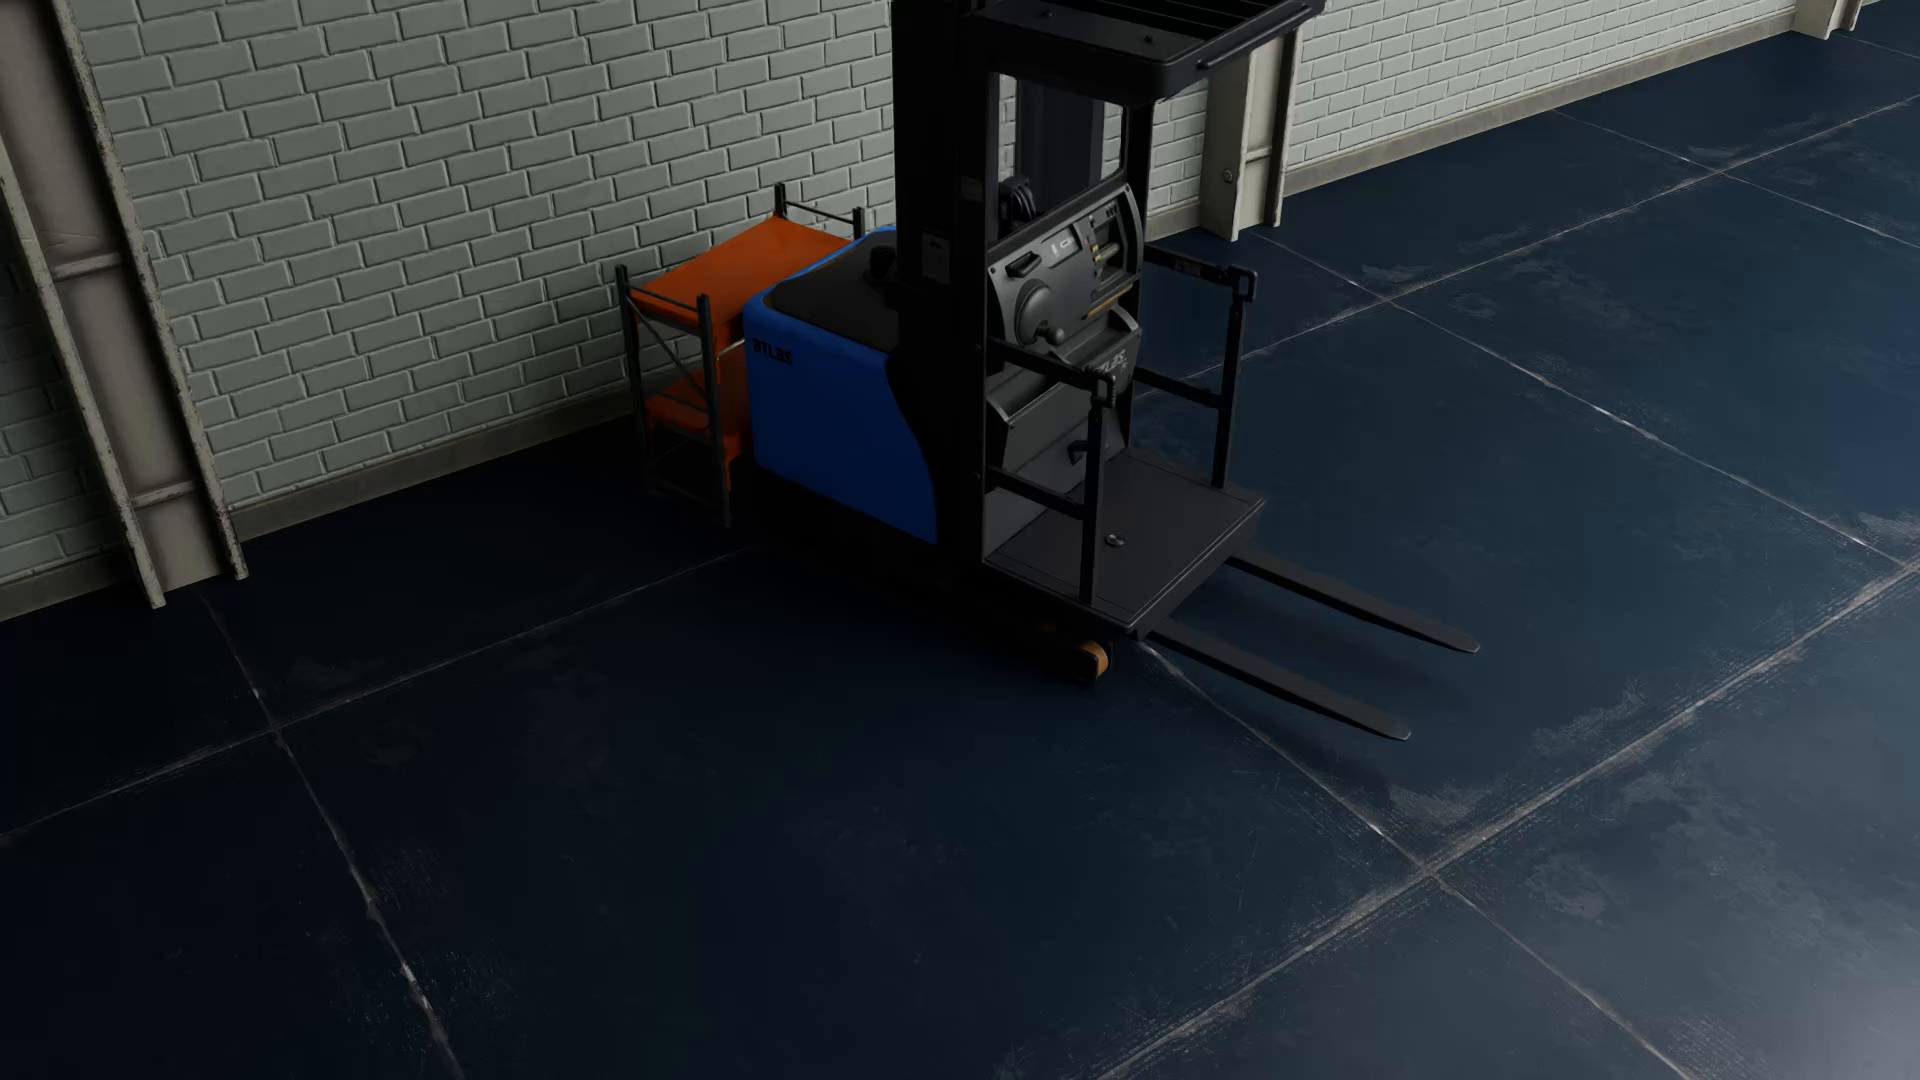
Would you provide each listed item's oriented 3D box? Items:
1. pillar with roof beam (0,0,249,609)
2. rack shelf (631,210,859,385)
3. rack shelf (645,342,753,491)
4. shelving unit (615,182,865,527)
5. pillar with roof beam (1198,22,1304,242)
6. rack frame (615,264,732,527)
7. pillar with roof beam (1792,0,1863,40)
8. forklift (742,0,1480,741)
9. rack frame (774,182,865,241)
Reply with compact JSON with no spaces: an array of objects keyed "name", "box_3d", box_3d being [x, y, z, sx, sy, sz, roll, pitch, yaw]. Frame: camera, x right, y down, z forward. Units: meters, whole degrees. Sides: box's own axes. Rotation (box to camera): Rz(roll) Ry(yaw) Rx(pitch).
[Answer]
[{"name":"pillar with roof beam","box_3d":[-0.777,-1.452,1.562,0.400,9.000,9.100,-22,41,-28]},{"name":"rack shelf","box_3d":[-0.928,-1.083,7.291,0.538,0.278,1.000,22,41,28]},{"name":"rack shelf","box_3d":[-0.928,-0.647,7.605,0.538,0.278,1.000,22,41,28]},{"name":"shelving unit","box_3d":[-0.928,-0.845,7.462,0.538,1.125,1.048,22,41,28]},{"name":"pillar with roof beam","box_3d":[4.127,-3.471,4.368,0.400,9.000,9.100,-22,41,-28]},{"name":"rack frame","box_3d":[-1.221,-0.603,7.124,0.500,1.125,0.032,22,41,28]},{"name":"pillar with roof beam","box_3d":[9.032,-5.489,7.174,0.400,9.000,9.100,-22,41,-28]},{"name":"forklift","box_3d":[0.572,-0.990,6.116,3.031,2.935,1.130,24,42,29]},{"name":"rack frame","box_3d":[-0.635,-1.088,7.799,0.500,1.125,0.032,22,41,28]}]
